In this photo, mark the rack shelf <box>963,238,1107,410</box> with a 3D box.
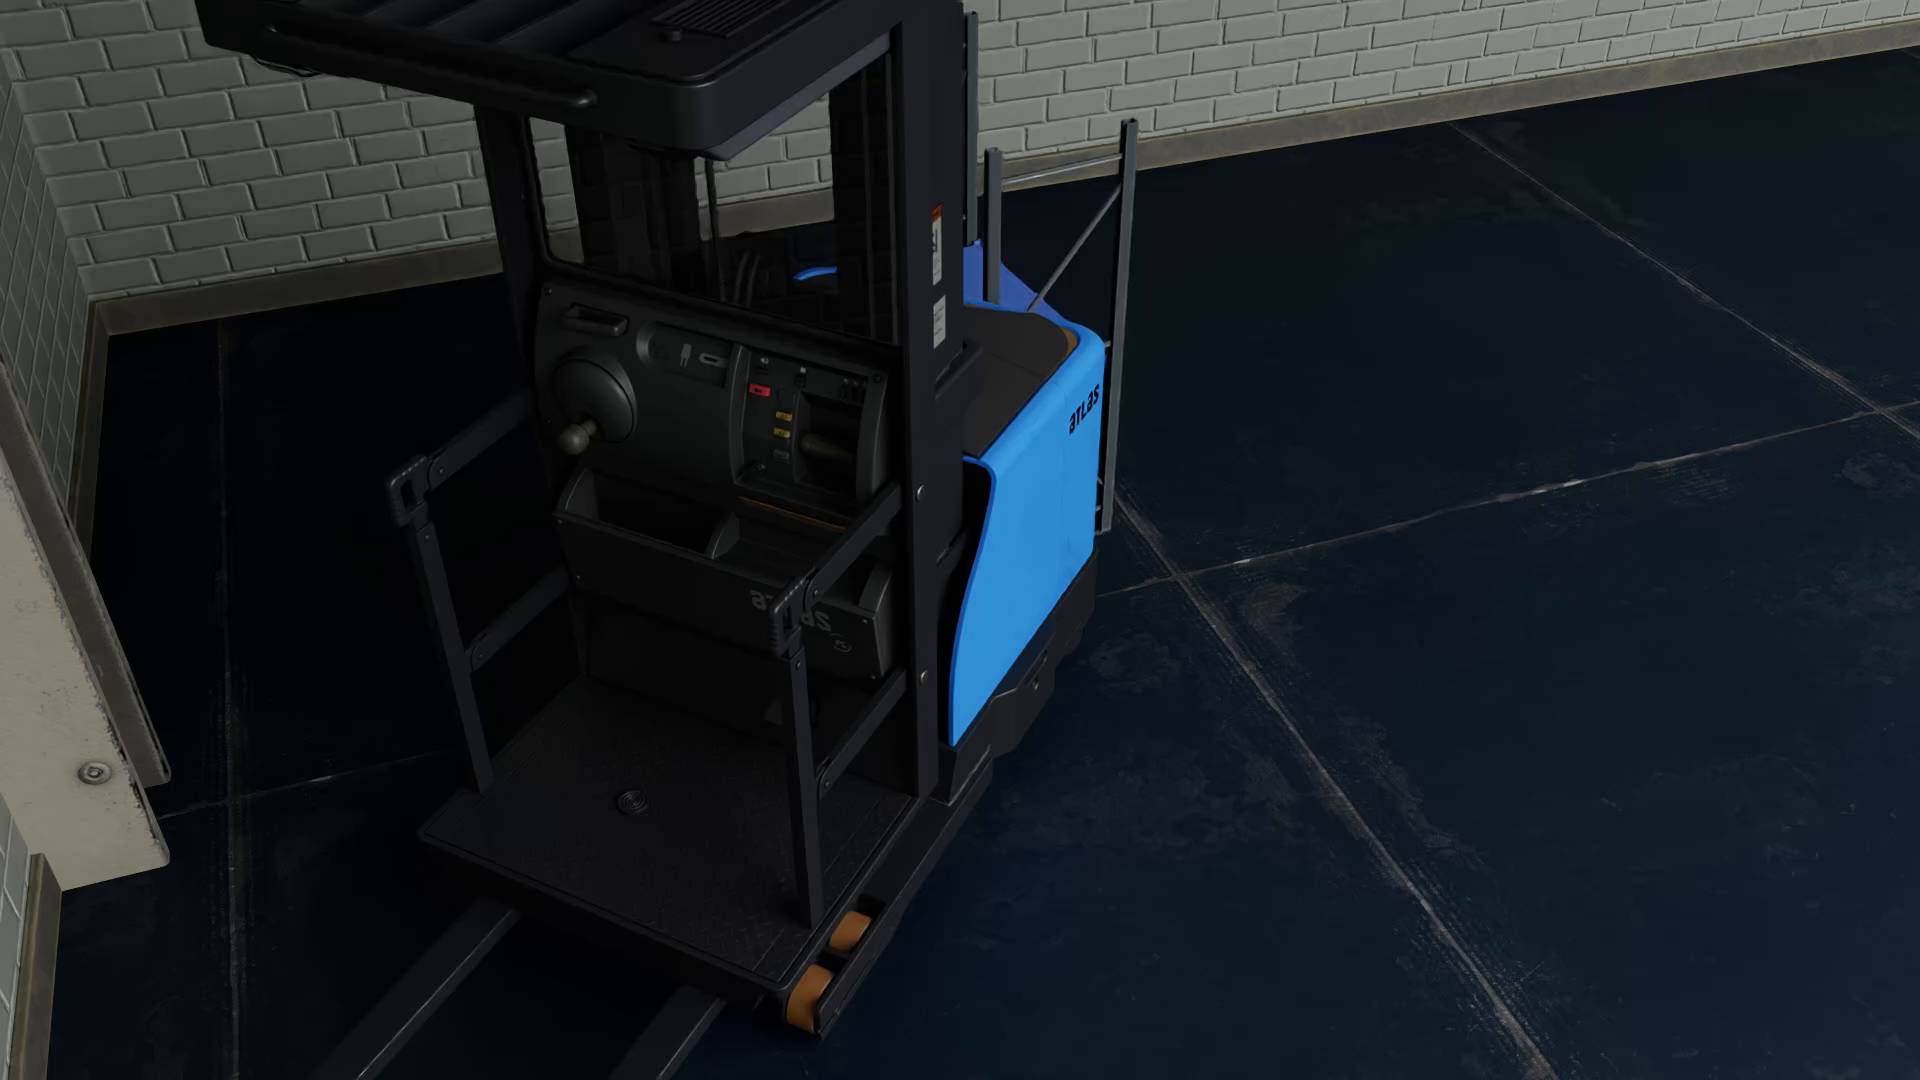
[{"bbox_3d":[0.066,-0.702,5.734,0.538,0.185,1.000,-17,40,-21],"label":"rack shelf"}]

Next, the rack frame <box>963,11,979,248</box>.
[{"bbox_3d":[-0.166,-1.118,5.987,0.500,1.500,0.032,-17,40,-21],"label":"rack frame"}]

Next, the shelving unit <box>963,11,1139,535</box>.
[{"bbox_3d":[0.066,-0.846,5.626,0.538,1.500,1.048,-17,40,-21],"label":"shelving unit"}]

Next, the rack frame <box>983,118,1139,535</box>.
[{"bbox_3d":[0.298,-0.573,5.265,0.500,1.500,0.032,-17,40,-21],"label":"rack frame"}]

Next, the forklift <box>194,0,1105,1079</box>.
[{"bbox_3d":[-0.677,-0.256,3.654,1.130,2.935,3.031,17,40,21],"label":"forklift"}]

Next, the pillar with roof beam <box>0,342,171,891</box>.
[{"bbox_3d":[1.657,-3.674,3.148,9.100,9.000,0.400,-12,39,-16],"label":"pillar with roof beam"}]
